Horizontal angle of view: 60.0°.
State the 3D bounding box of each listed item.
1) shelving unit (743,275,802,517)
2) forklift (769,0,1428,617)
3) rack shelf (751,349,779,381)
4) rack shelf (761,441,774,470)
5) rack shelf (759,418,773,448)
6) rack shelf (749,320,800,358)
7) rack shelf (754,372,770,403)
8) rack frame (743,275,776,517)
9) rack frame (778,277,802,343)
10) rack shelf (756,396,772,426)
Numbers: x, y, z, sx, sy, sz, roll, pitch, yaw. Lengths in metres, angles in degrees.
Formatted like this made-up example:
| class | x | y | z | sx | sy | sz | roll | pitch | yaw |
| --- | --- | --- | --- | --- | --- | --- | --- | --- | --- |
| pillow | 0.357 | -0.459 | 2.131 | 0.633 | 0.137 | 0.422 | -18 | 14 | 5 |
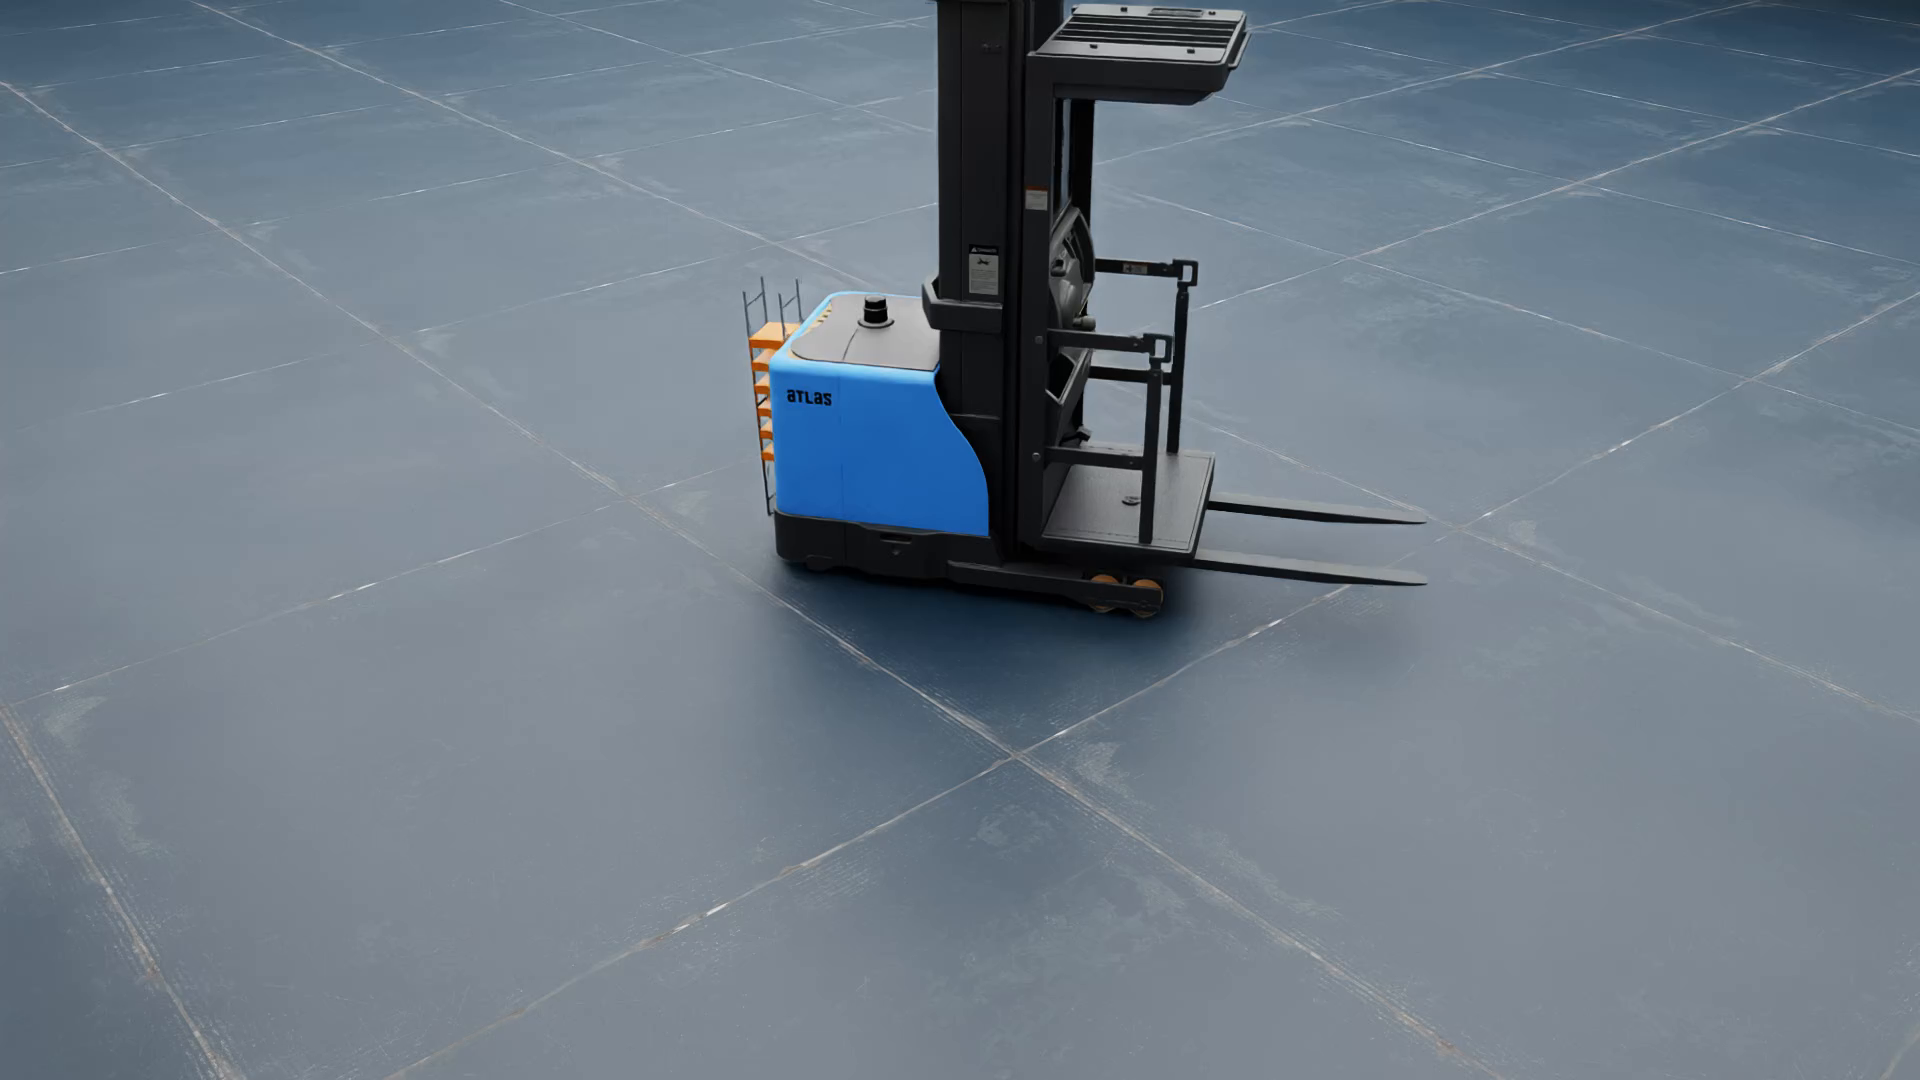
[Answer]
| class | x | y | z | sx | sy | sz | roll | pitch | yaw |
| --- | --- | --- | --- | --- | --- | --- | --- | --- | --- |
| shelving unit | -0.882 | -0.698 | 8.274 | 0.189 | 1.200 | 0.258 | 5 | 28 | 16 |
| forklift | 0.689 | -1.219 | 7.421 | 3.031 | 2.935 | 1.130 | 6 | 29 | 12 |
| rack shelf | -0.892 | -0.872 | 8.184 | 0.180 | 0.103 | 0.258 | 5 | 28 | 16 |
| rack shelf | -0.869 | -0.446 | 8.404 | 0.180 | 0.103 | 0.258 | 5 | 28 | 16 |
| rack shelf | -0.875 | -0.552 | 8.349 | 0.180 | 0.103 | 0.258 | 5 | 28 | 16 |
| rack shelf | -0.897 | -0.978 | 8.129 | 0.180 | 0.103 | 0.258 | 5 | 28 | 16 |
| rack shelf | -0.886 | -0.765 | 8.239 | 0.180 | 0.103 | 0.258 | 5 | 28 | 16 |
| rack frame | -0.970 | -0.706 | 8.299 | 0.006 | 1.200 | 0.240 | 5 | 28 | 16 |
| rack frame | -0.795 | -0.690 | 8.249 | 0.006 | 1.200 | 0.240 | 5 | 28 | 16 |
| rack shelf | -0.880 | -0.659 | 8.294 | 0.180 | 0.103 | 0.258 | 5 | 28 | 16 |
